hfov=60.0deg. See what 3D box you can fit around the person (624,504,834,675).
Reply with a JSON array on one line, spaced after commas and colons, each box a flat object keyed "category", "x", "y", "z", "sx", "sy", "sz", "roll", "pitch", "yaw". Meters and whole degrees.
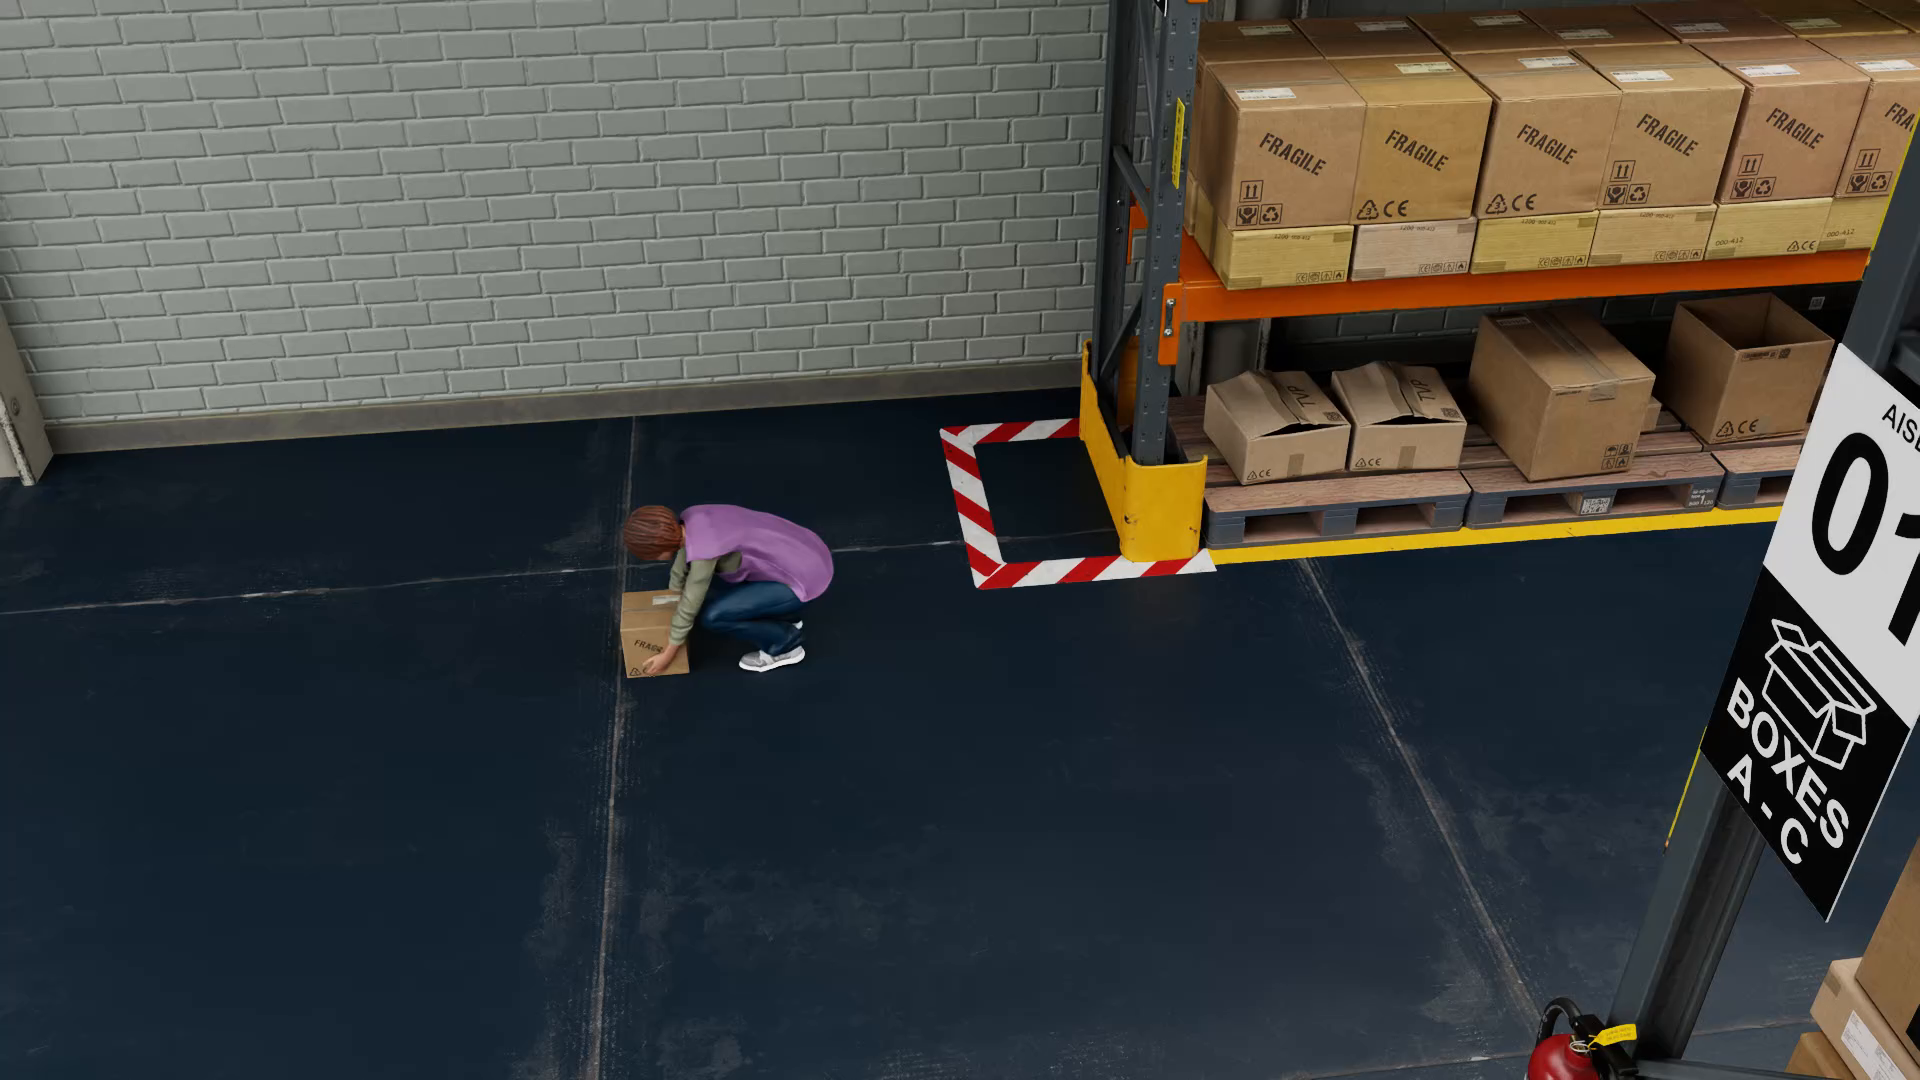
[{"category": "person", "x": -0.907, "y": 0.149, "z": 6.673, "sx": 0.805, "sy": 0.764, "sz": 0.436, "roll": -4, "pitch": 36, "yaw": -6}]
